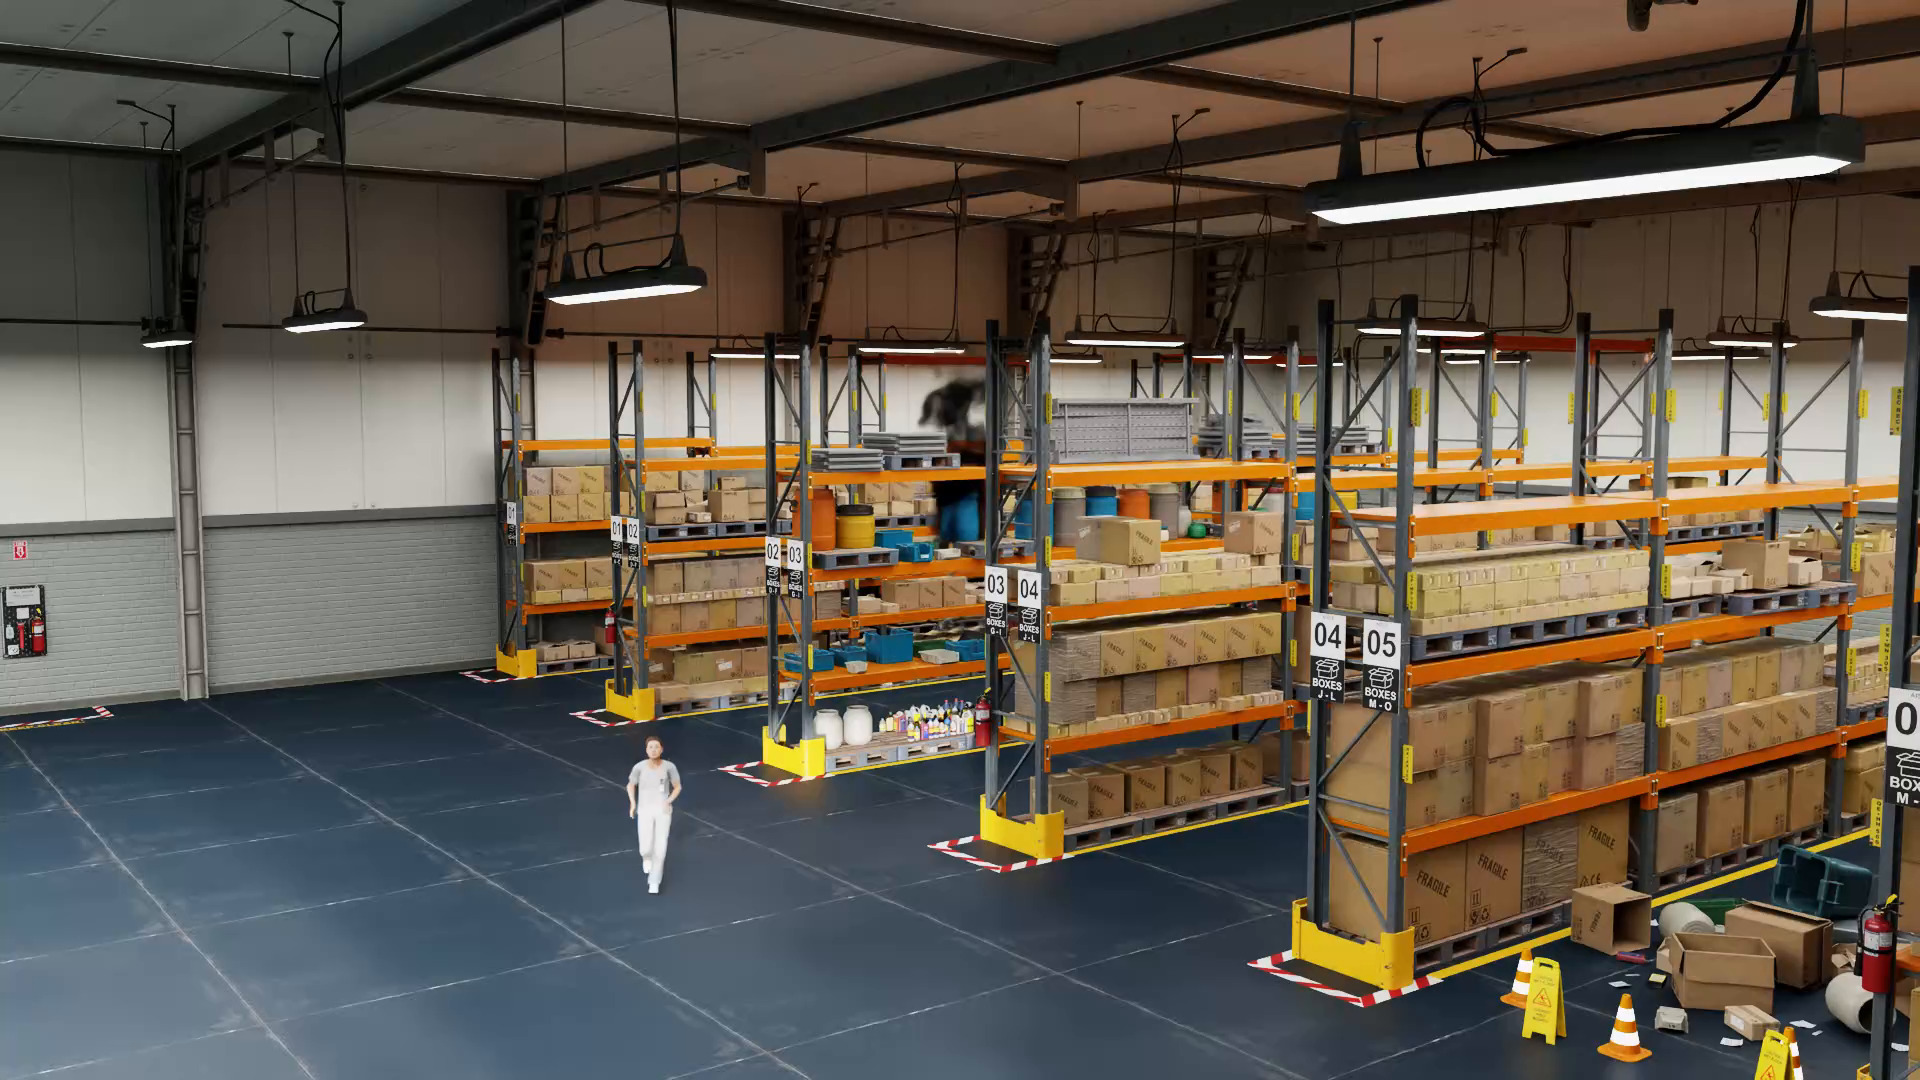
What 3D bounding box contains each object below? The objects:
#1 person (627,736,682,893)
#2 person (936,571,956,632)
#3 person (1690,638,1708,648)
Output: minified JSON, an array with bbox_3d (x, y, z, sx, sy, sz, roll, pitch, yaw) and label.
[{"bbox_3d":[-3.177,2.841,17.299,0.564,1.616,0.569,-1,5,-9],"label":"person"},{"bbox_3d":[-0.216,1.418,33.149,0.958,1.668,0.714,-4,7,-41],"label":"person"},{"bbox_3d":[10.649,2.227,24.078,0.589,1.648,0.615,-5,7,-43],"label":"person"}]
